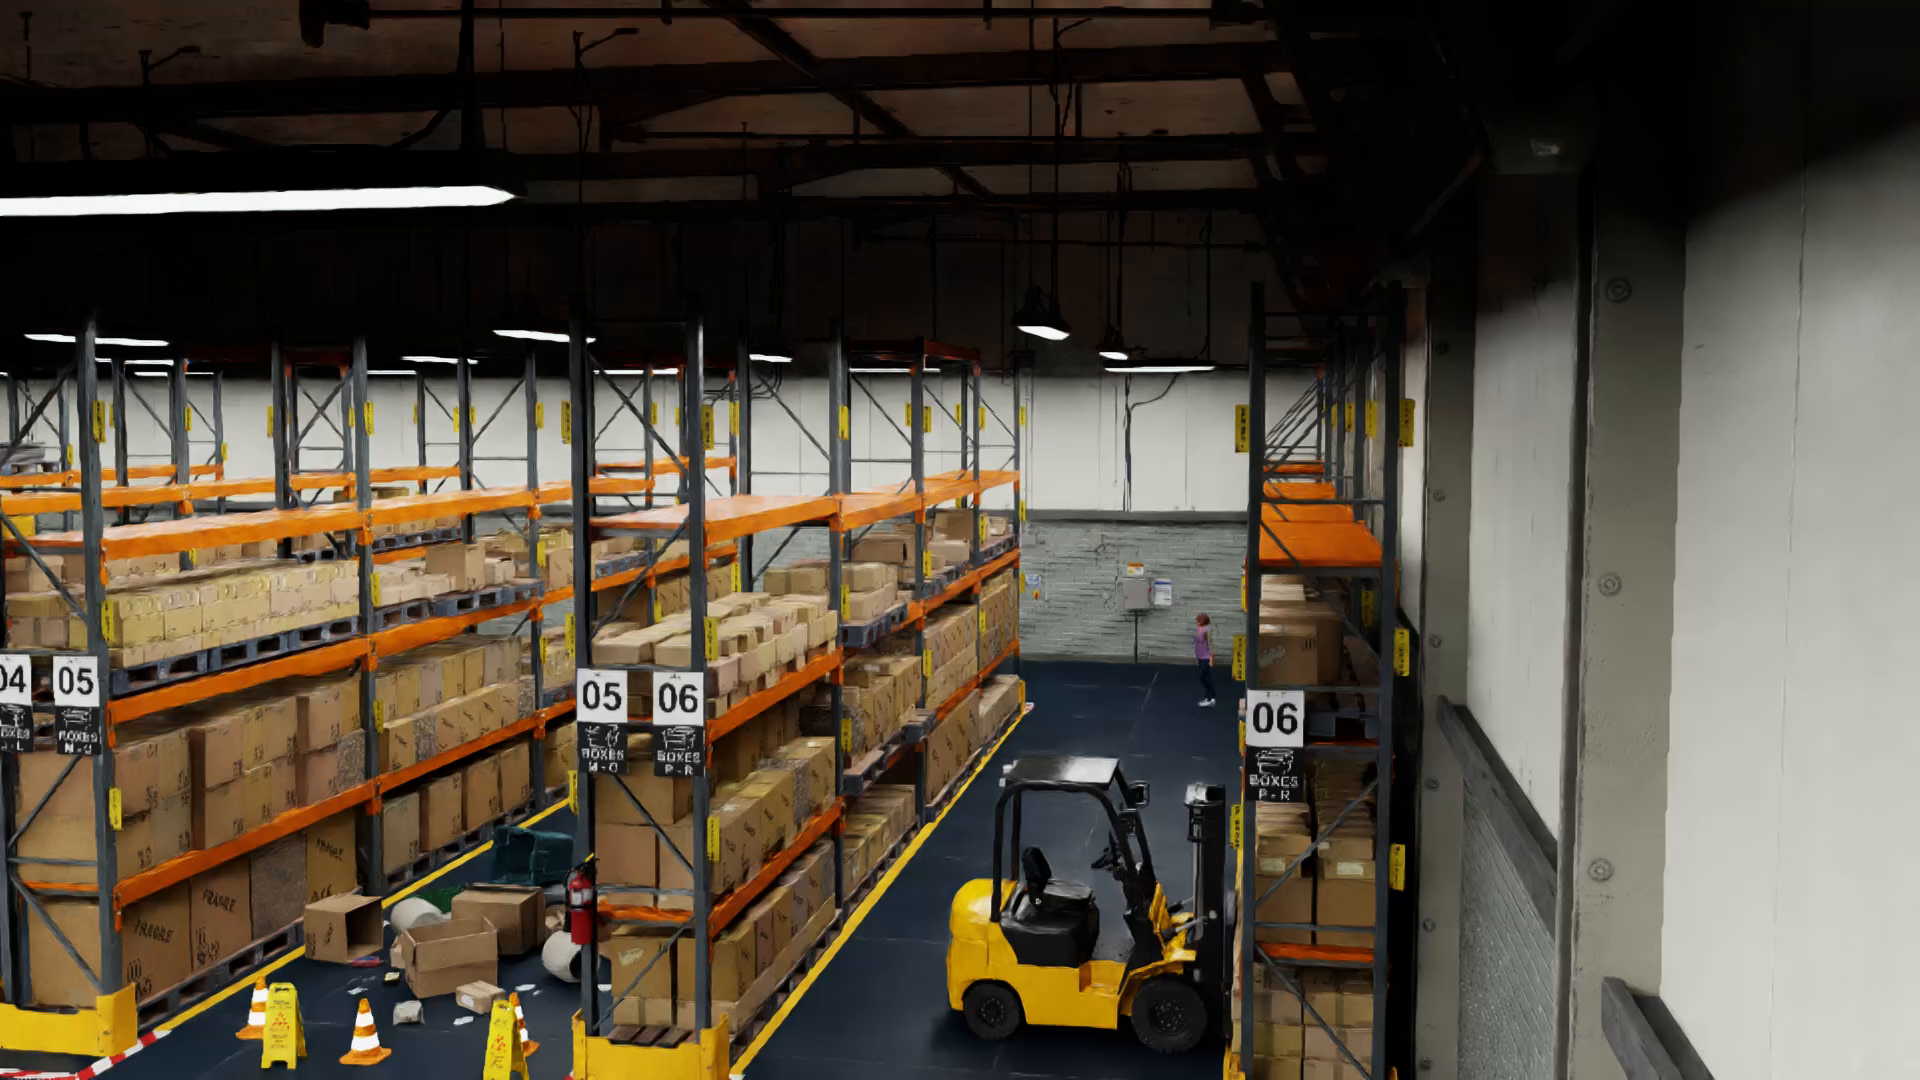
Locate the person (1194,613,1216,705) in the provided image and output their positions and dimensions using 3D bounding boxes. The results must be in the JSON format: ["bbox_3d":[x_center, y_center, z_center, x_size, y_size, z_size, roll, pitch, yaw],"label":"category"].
[{"bbox_3d":[4.243,2.053,28.696,0.355,1.592,0.516,-1,5,-18],"label":"person"}]
